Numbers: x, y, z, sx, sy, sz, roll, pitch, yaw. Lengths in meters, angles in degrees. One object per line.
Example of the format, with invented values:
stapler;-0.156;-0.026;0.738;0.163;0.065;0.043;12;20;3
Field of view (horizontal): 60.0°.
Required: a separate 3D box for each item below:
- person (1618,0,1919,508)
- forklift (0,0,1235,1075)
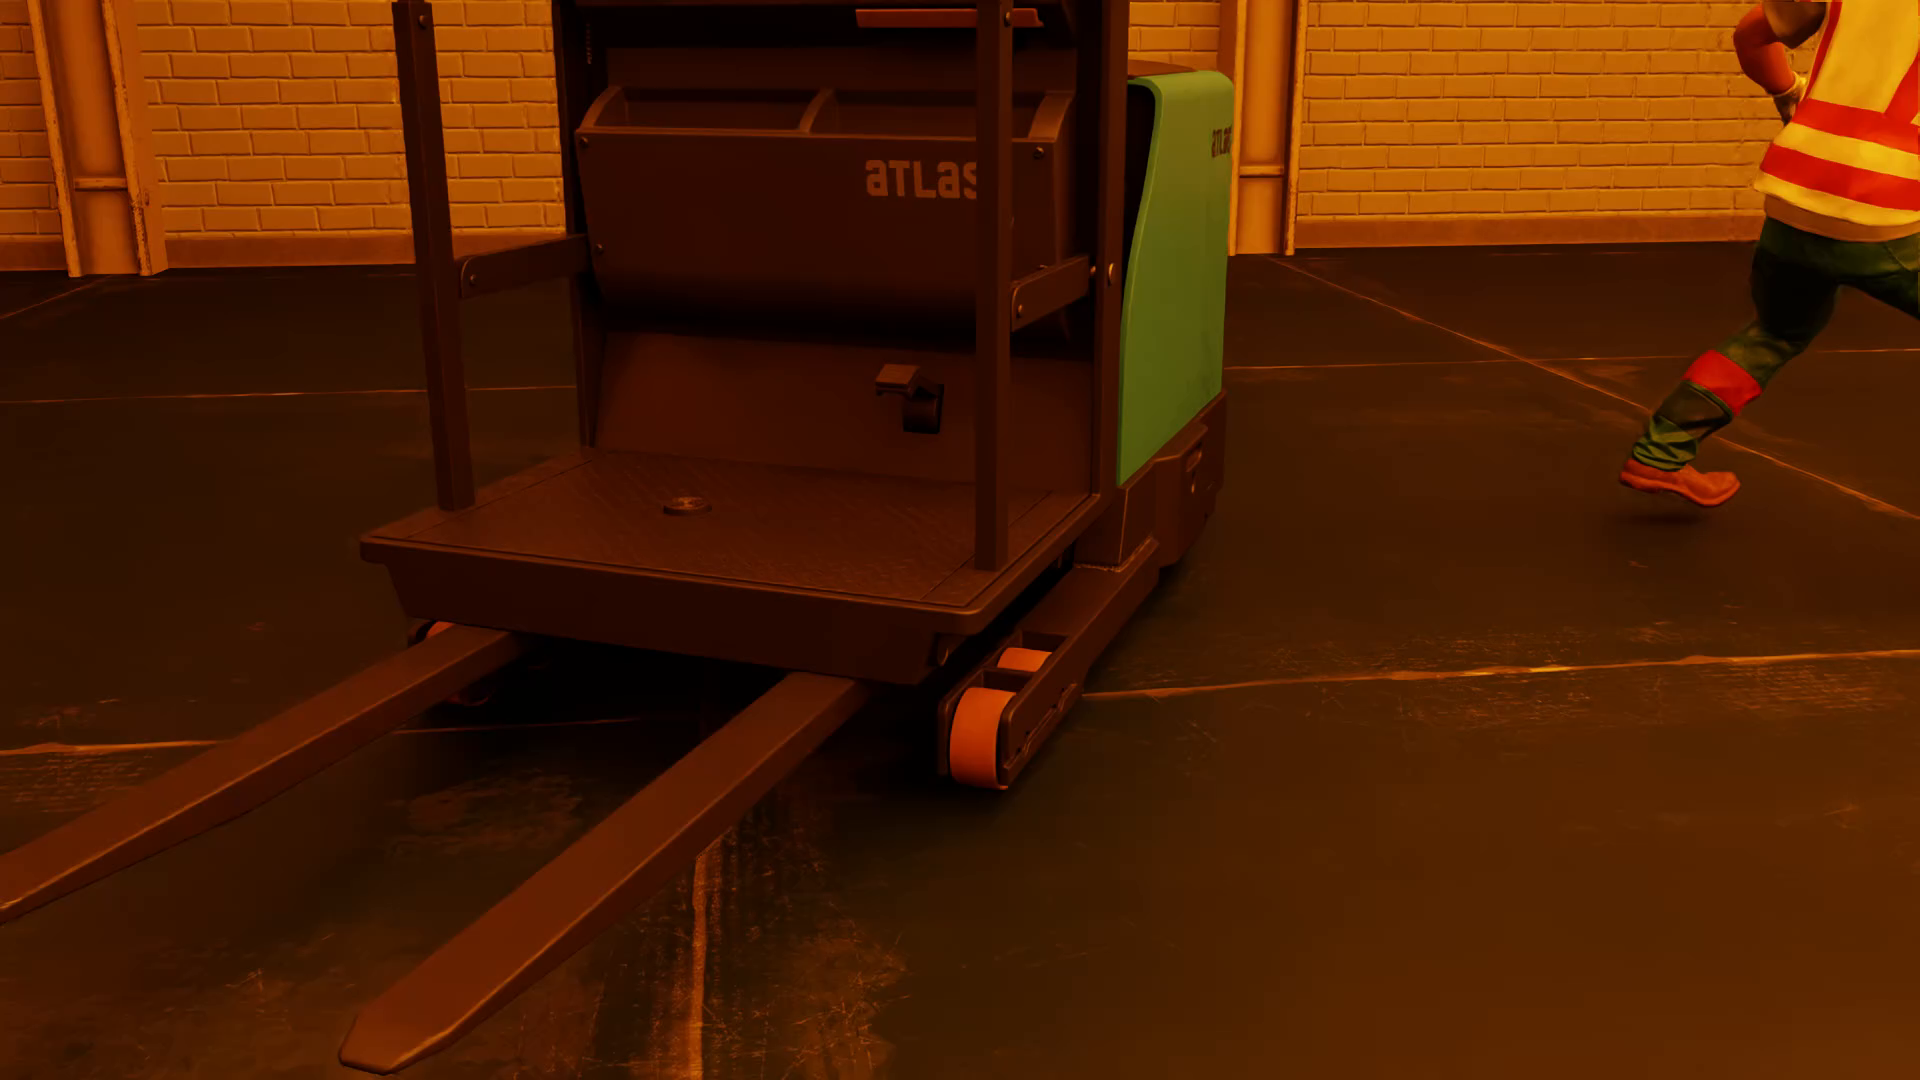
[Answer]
person;2.036;-0.663;3.570;0.579;1.732;1.128;-6;18;-20
forklift;-0.324;-1.138;2.662;1.130;2.935;3.031;6;18;19
